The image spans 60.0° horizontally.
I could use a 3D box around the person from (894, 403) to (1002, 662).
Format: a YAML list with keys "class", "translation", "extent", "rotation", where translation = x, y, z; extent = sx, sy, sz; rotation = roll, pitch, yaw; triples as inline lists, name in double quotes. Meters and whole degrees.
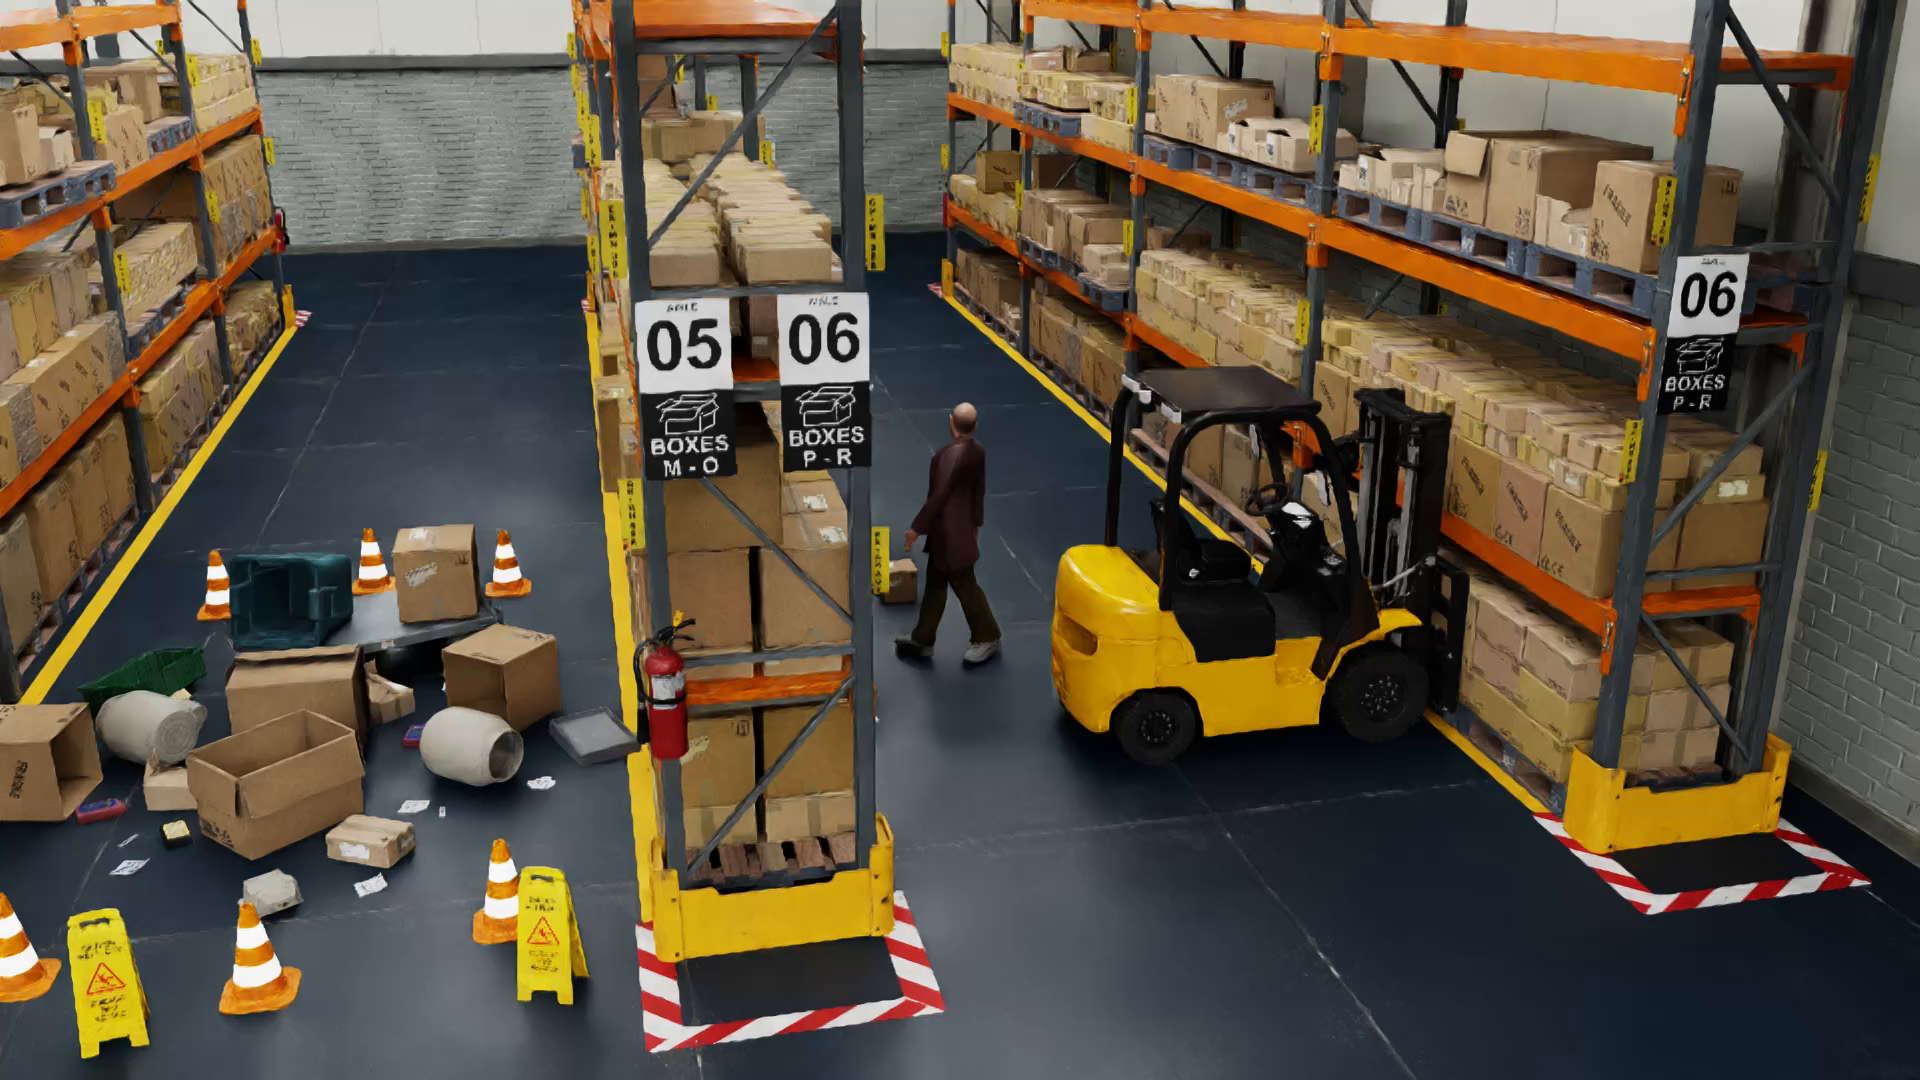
- class: "person"
  translation: [-0.082, -0.067, 11.309]
  extent: [0.764, 1.742, 0.617]
  rotation: [3, 20, 8]
